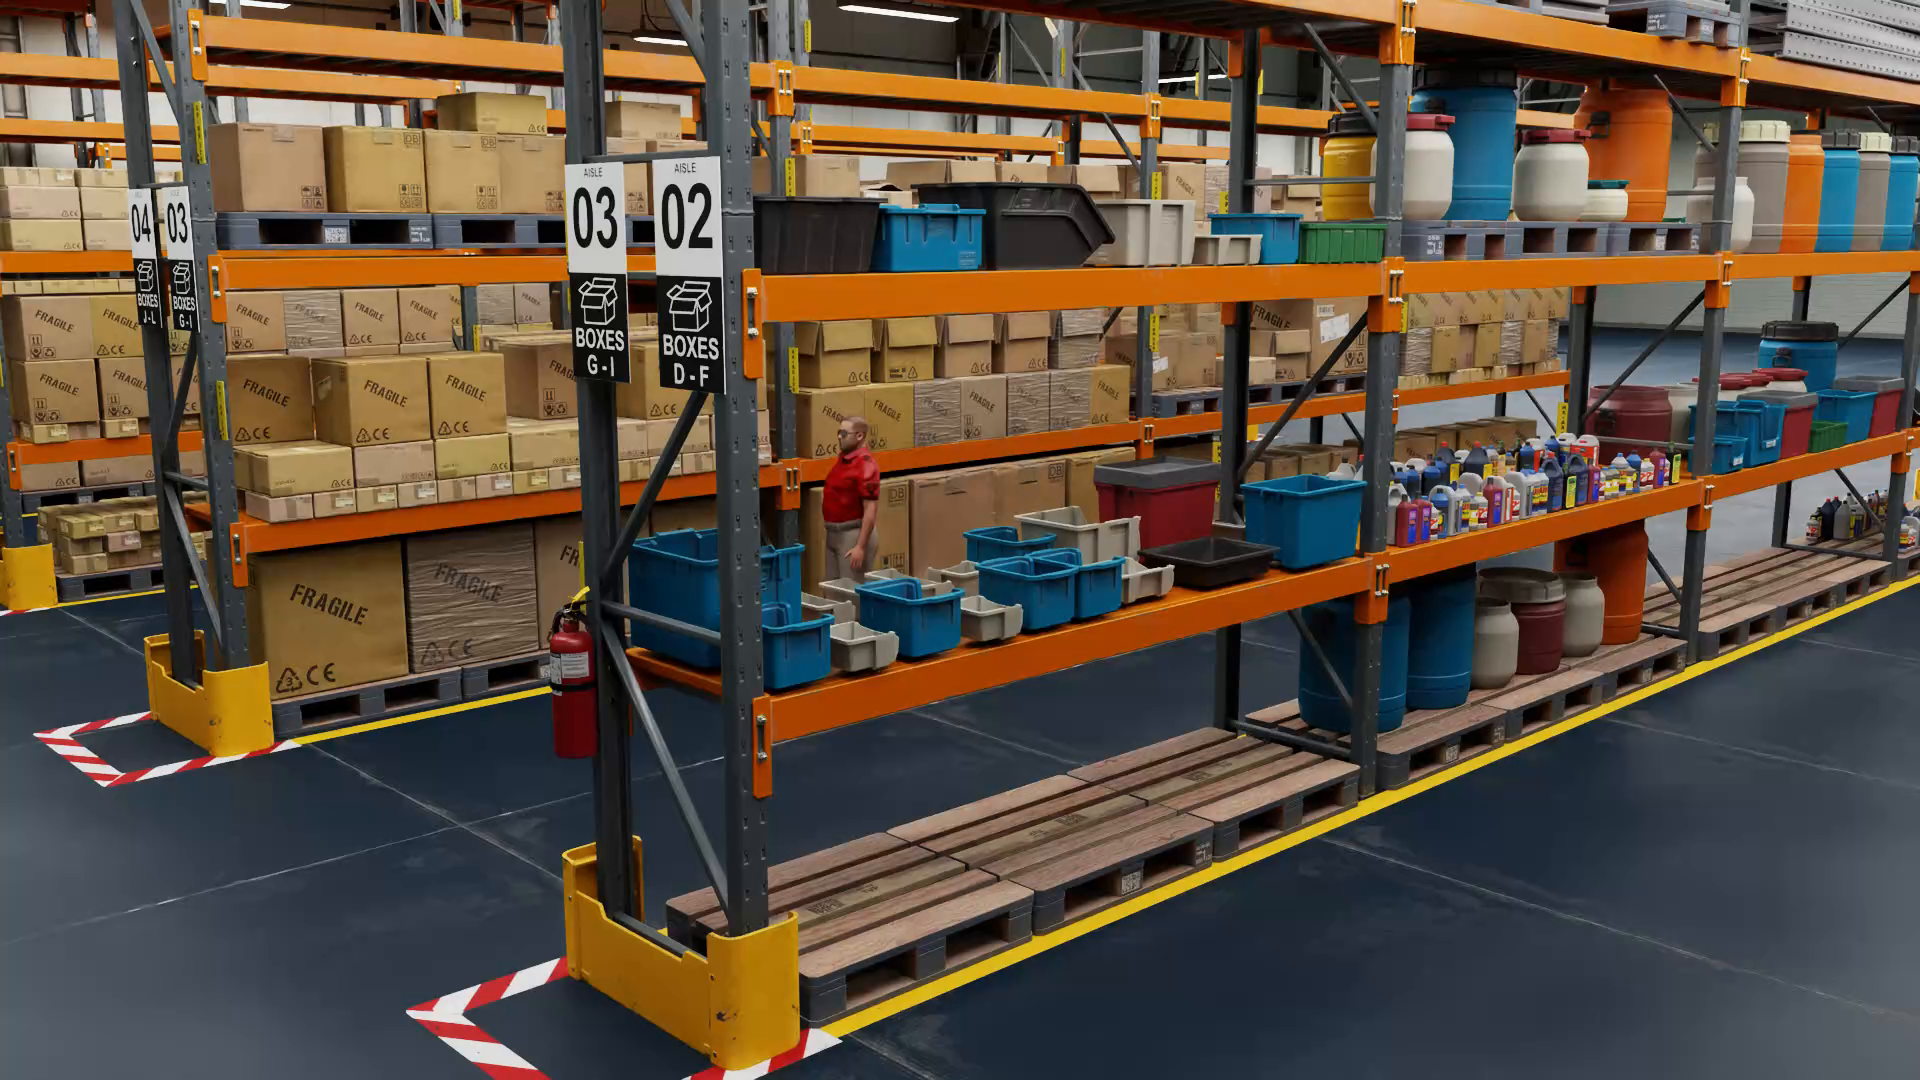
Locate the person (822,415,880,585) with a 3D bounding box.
[{"bbox_3d":[-0.761,0.046,11.299,0.448,1.793,0.577,-5,12,-27],"label":"person"}]
